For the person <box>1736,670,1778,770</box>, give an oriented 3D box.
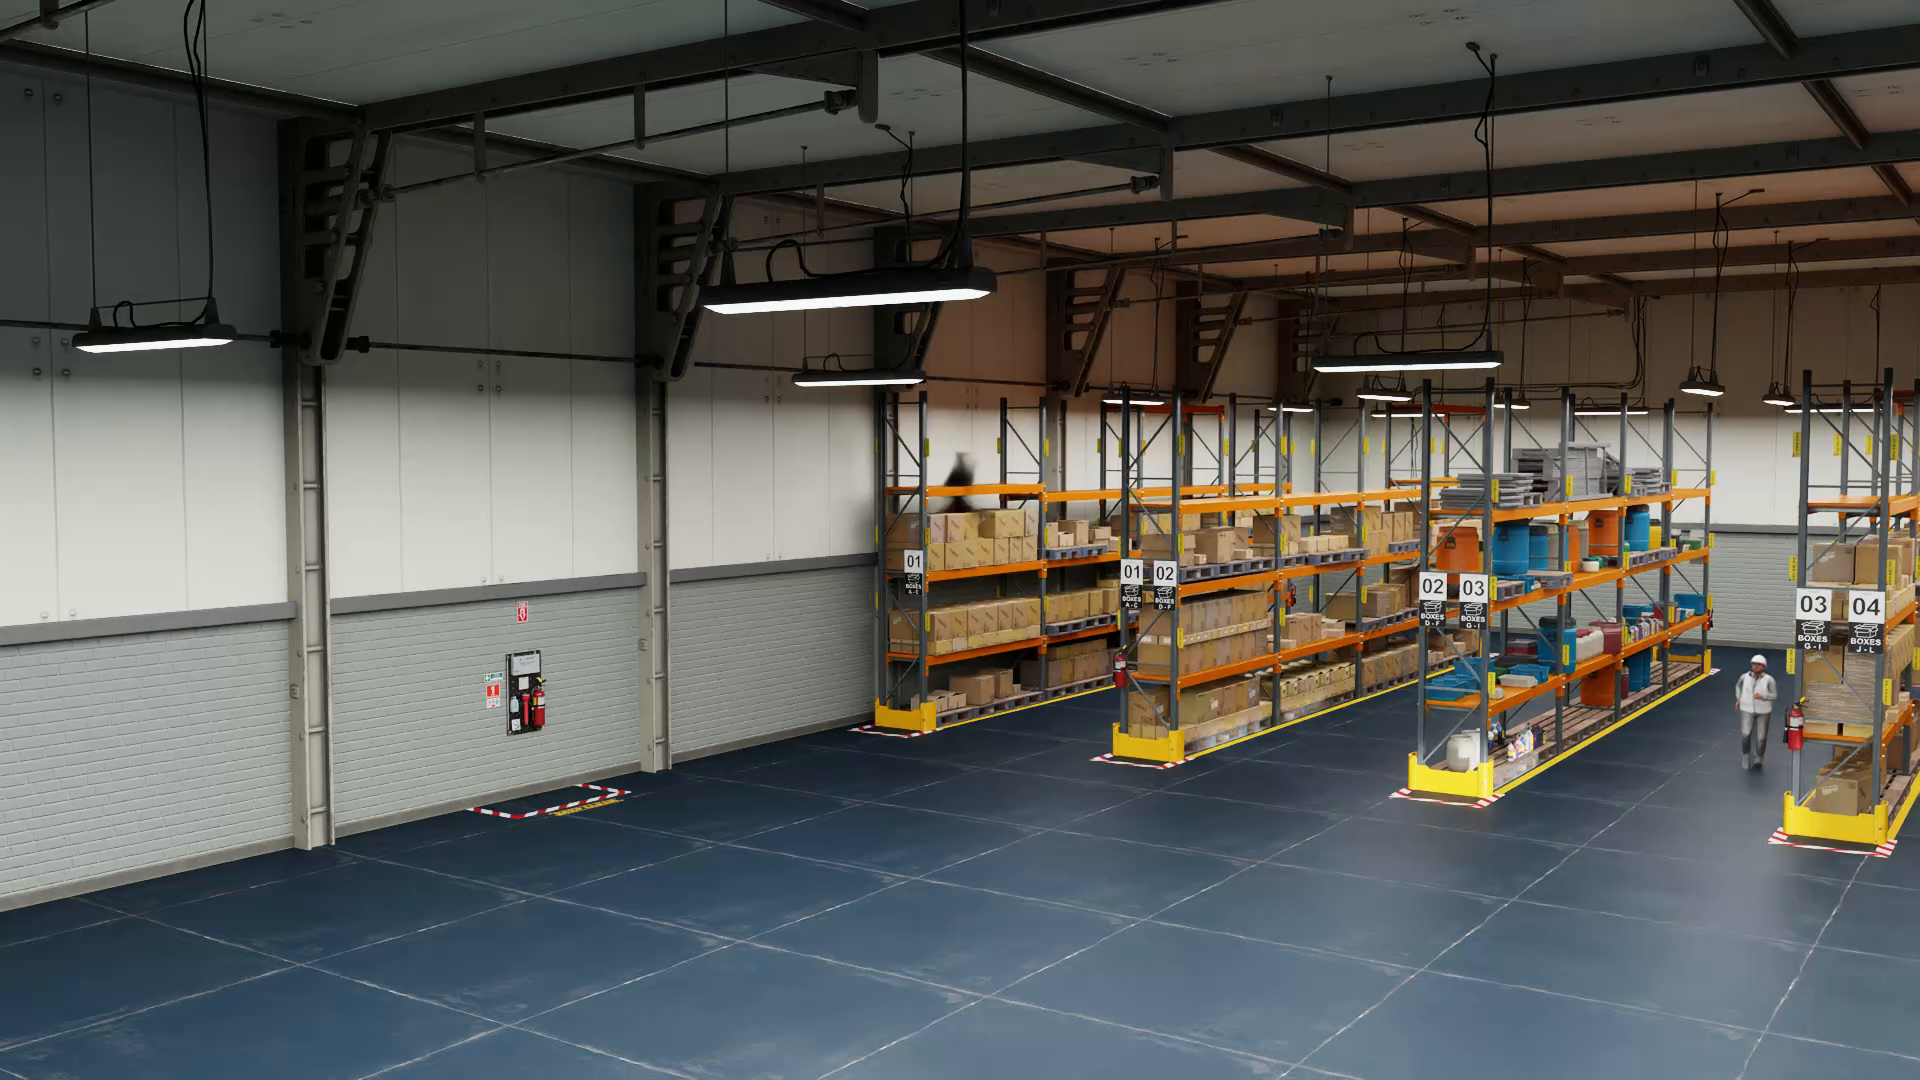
[{"bbox_3d":[12.381,2.810,25.880,0.605,1.548,0.664,2,4,28],"label":"person"}]
